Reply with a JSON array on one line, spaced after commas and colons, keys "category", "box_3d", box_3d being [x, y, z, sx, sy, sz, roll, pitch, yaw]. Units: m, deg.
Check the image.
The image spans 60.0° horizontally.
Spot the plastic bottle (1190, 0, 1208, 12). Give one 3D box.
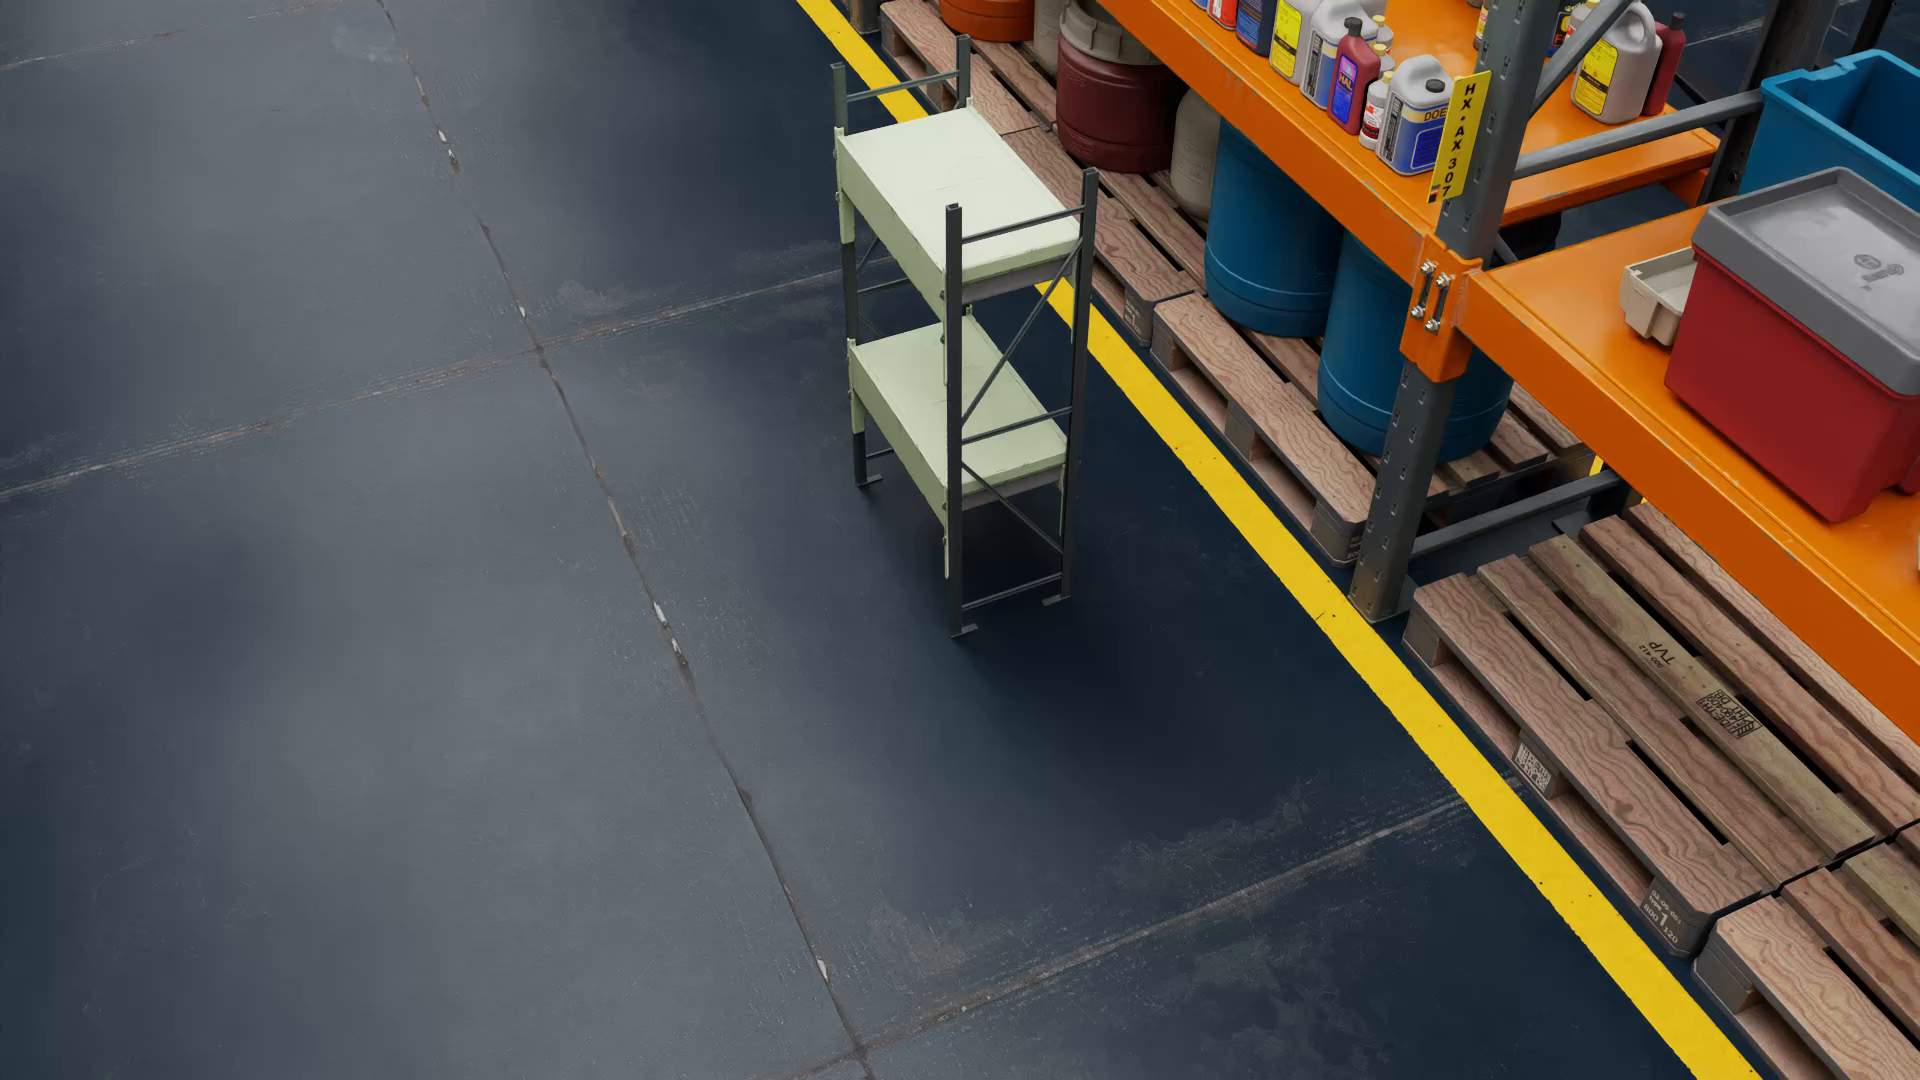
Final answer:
[{"category": "plastic bottle", "box_3d": [0.776, -1.746, 4.972, 0.152, 0.276, 0.135, -18, 47, -17]}]

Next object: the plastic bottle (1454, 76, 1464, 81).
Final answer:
[{"category": "plastic bottle", "box_3d": [1.304, -1.128, 4.399, 0.097, 0.201, 0.097, 0, 45, 0]}]

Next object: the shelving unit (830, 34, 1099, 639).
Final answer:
[{"category": "shelving unit", "box_3d": [-0.003, -0.538, 4.728, 0.431, 1.500, 0.755, -18, 47, -17]}]

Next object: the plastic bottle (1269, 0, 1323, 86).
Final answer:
[{"category": "plastic bottle", "box_3d": [0.974, -1.466, 4.635, 0.144, 0.351, 0.185, -18, 47, -17]}]

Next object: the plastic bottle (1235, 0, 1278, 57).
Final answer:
[{"category": "plastic bottle", "box_3d": [0.896, -1.584, 4.755, 0.144, 0.351, 0.185, -18, 47, -17]}]

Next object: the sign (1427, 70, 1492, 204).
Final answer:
[{"category": "sign", "box_3d": [1.157, -0.932, 3.861, 0.100, 0.325, 0.005, -18, 47, -17]}]

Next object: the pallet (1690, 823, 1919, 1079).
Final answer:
[{"category": "pallet", "box_3d": [2.519, 1.234, 3.849, 1.003, 0.211, 1.213, -18, 47, -17]}]

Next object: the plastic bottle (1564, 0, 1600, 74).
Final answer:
[{"category": "plastic bottle", "box_3d": [1.769, -1.436, 4.712, 0.097, 0.201, 0.097, 0, 45, 0]}]

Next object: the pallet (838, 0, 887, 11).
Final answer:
[{"category": "pallet", "box_3d": [-0.315, -3.056, 8.197, 1.003, 0.211, 1.213, -18, 47, -17]}]

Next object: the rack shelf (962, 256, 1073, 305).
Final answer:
[{"category": "rack shelf", "box_3d": [-0.003, -0.867, 4.403, 0.332, 0.071, 0.664, -18, 47, -17]}]

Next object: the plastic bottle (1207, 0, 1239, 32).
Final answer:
[{"category": "plastic bottle", "box_3d": [0.833, -1.660, 4.885, 0.152, 0.276, 0.135, -18, 47, -17]}]

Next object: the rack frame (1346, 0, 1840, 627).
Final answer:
[{"category": "rack frame", "box_3d": [1.657, -0.994, 4.122, 1.000, 3.000, 0.127, -18, 47, -17]}]

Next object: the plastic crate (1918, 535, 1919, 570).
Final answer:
[{"category": "plastic crate", "box_3d": [2.132, 0.054, 3.101, 0.437, 0.282, 0.530, -18, 47, -17]}]

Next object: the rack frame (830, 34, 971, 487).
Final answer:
[{"category": "rack frame", "box_3d": [-0.157, -0.771, 4.964, 0.400, 1.500, 0.023, -18, 47, -17]}]

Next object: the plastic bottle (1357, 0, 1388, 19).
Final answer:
[{"category": "plastic bottle", "box_3d": [1.105, -1.509, 4.678, 0.144, 0.351, 0.185, -18, 47, -17]}]

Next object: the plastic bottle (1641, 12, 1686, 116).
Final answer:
[{"category": "plastic bottle", "box_3d": [1.890, -1.313, 4.528, 0.061, 0.283, 0.133, -18, 47, -17]}]

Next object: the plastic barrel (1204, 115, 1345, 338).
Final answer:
[{"category": "plastic barrel", "box_3d": [1.146, -1.200, 5.525, 0.600, 0.901, 0.708, -18, 47, -17]}]

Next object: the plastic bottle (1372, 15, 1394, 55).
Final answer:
[{"category": "plastic bottle", "box_3d": [1.150, -1.361, 4.635, 0.097, 0.201, 0.097, 0, 45, 0]}]

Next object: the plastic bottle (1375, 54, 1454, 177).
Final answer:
[{"category": "plastic bottle", "box_3d": [1.198, -1.106, 4.323, 0.152, 0.276, 0.135, -18, 47, -17]}]

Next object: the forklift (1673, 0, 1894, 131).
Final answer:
[{"category": "forklift", "box_3d": [3.629, -1.988, 5.178, 1.121, 2.935, 3.031, -10, 46, -10]}]

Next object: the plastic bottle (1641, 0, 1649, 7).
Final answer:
[{"category": "plastic bottle", "box_3d": [1.834, -1.398, 4.614, 0.061, 0.283, 0.133, -18, 47, -17]}]

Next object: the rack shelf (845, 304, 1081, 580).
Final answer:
[{"category": "rack shelf", "box_3d": [-0.003, -0.306, 4.957, 0.431, 0.370, 0.720, -18, 47, -17]}]

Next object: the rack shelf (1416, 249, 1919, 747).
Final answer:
[{"category": "rack shelf", "box_3d": [2.498, 0.536, 3.083, 1.077, 0.370, 4.000, -18, 47, -17]}]

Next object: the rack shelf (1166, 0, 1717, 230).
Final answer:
[{"category": "rack shelf", "box_3d": [0.816, -2.082, 5.598, 0.919, 0.124, 3.809, -18, 47, -17]}]

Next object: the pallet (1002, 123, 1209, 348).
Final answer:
[{"category": "pallet", "box_3d": [0.854, -1.284, 6.401, 1.003, 0.211, 1.213, -18, 47, -17]}]

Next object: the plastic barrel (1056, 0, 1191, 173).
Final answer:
[{"category": "plastic barrel", "box_3d": [0.671, -1.808, 6.365, 0.600, 0.588, 0.708, -18, 47, -17]}]

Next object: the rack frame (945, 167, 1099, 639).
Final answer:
[{"category": "rack frame", "box_3d": [0.151, -0.305, 4.491, 0.400, 1.500, 0.023, -18, 47, -17]}]

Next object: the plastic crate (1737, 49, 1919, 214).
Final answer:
[{"category": "plastic crate", "box_3d": [2.163, -0.813, 3.907, 0.392, 0.384, 0.575, -18, 47, -17]}]

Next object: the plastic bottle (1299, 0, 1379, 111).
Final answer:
[{"category": "plastic bottle", "box_3d": [1.045, -1.339, 4.559, 0.152, 0.276, 0.135, -18, 47, -17]}]
